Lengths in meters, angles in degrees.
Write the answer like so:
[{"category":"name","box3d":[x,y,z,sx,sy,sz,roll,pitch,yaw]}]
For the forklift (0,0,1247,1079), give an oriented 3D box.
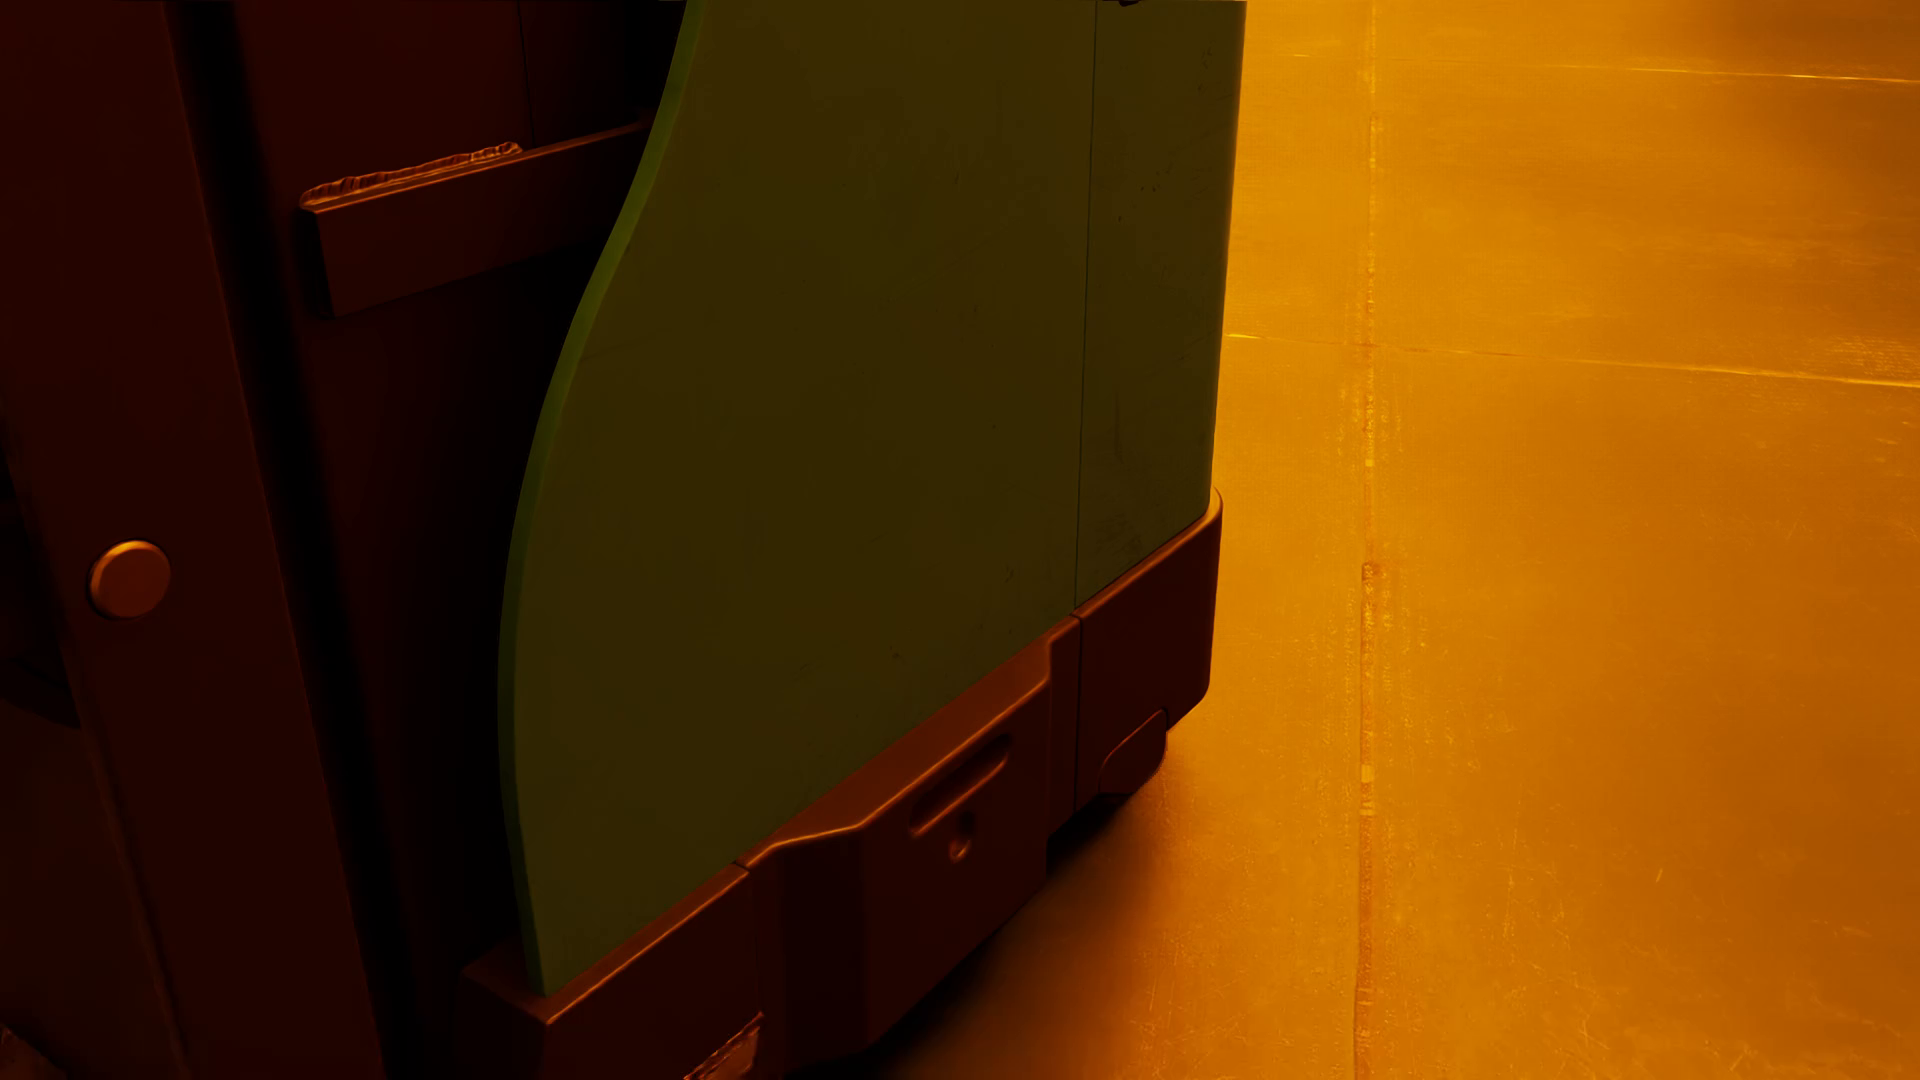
[{"category":"forklift","box3d":[-0.971,-0.677,0.588,1.130,2.935,3.031,18,32,32]}]
